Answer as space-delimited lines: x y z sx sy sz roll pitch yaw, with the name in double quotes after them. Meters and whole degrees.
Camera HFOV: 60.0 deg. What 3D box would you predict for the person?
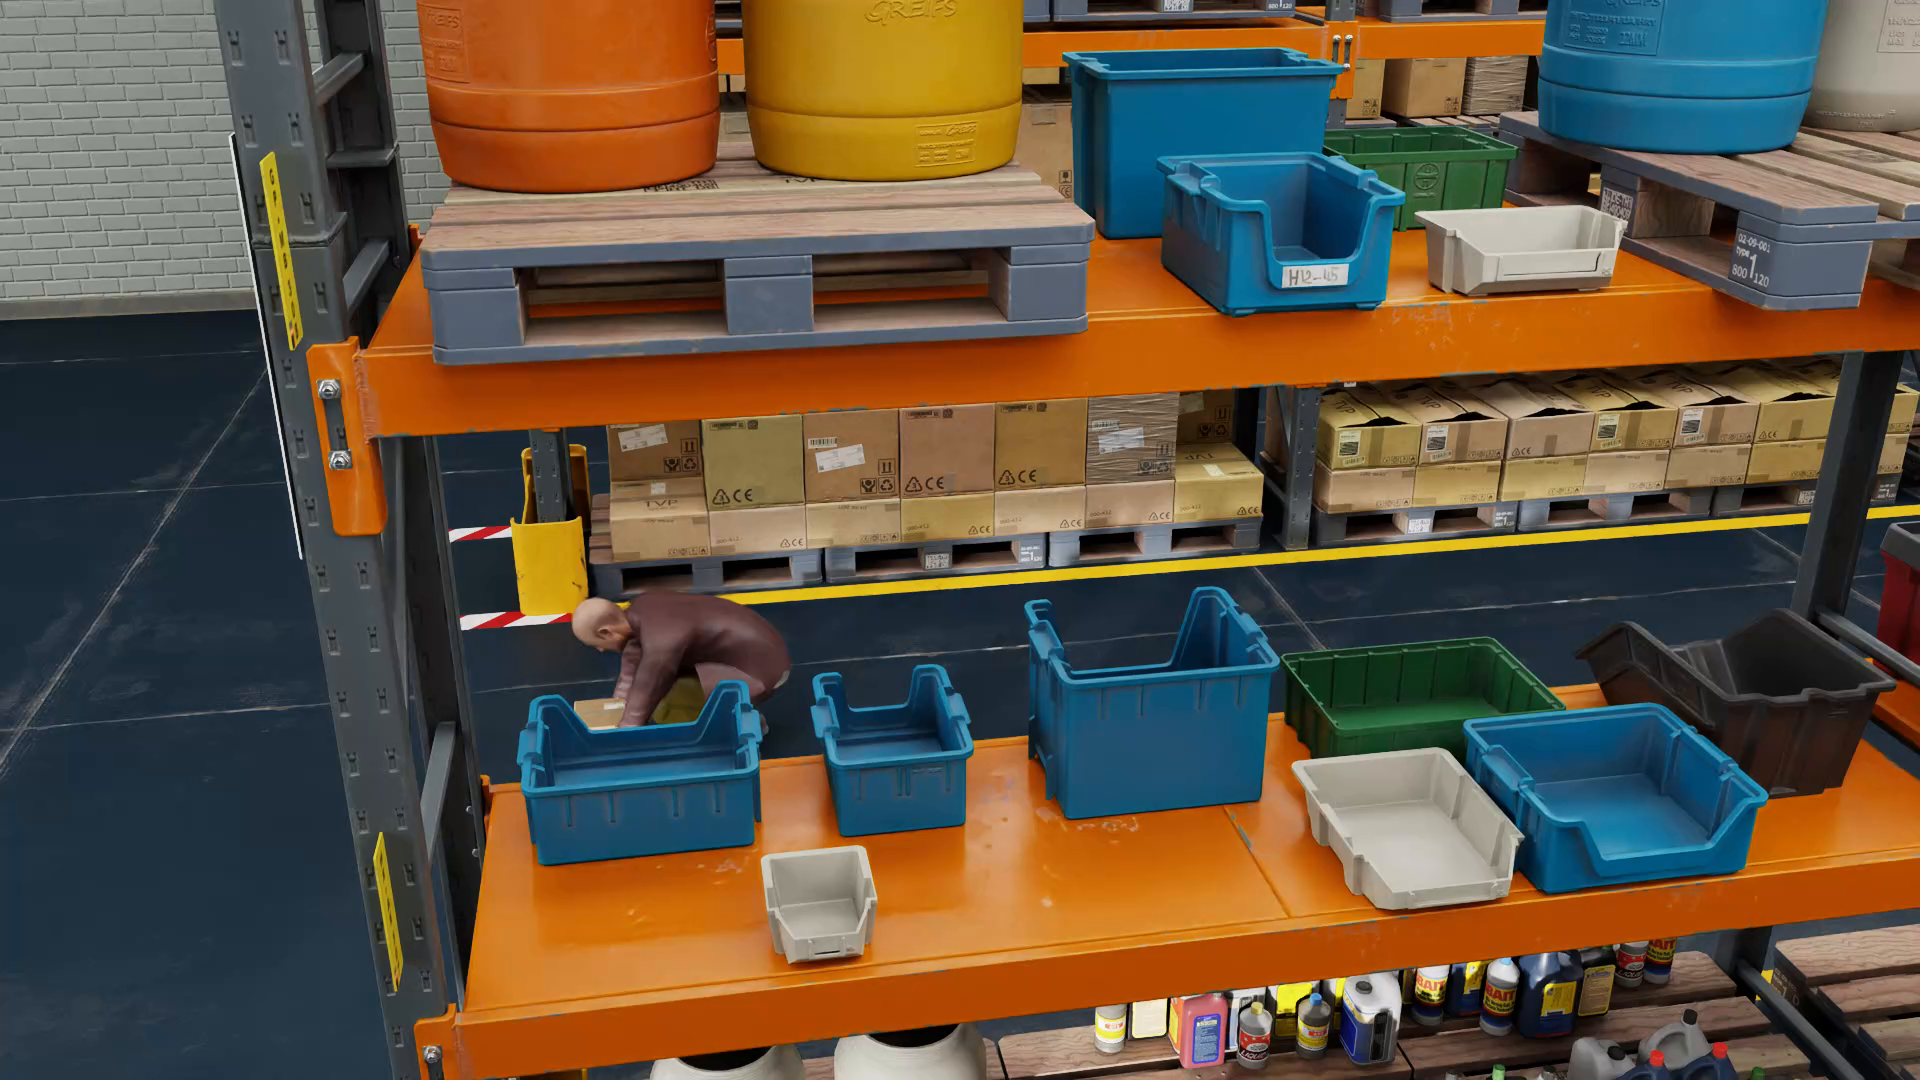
-1.167 0.616 7.061 0.910 0.847 0.584 -4 23 -10 "person"
